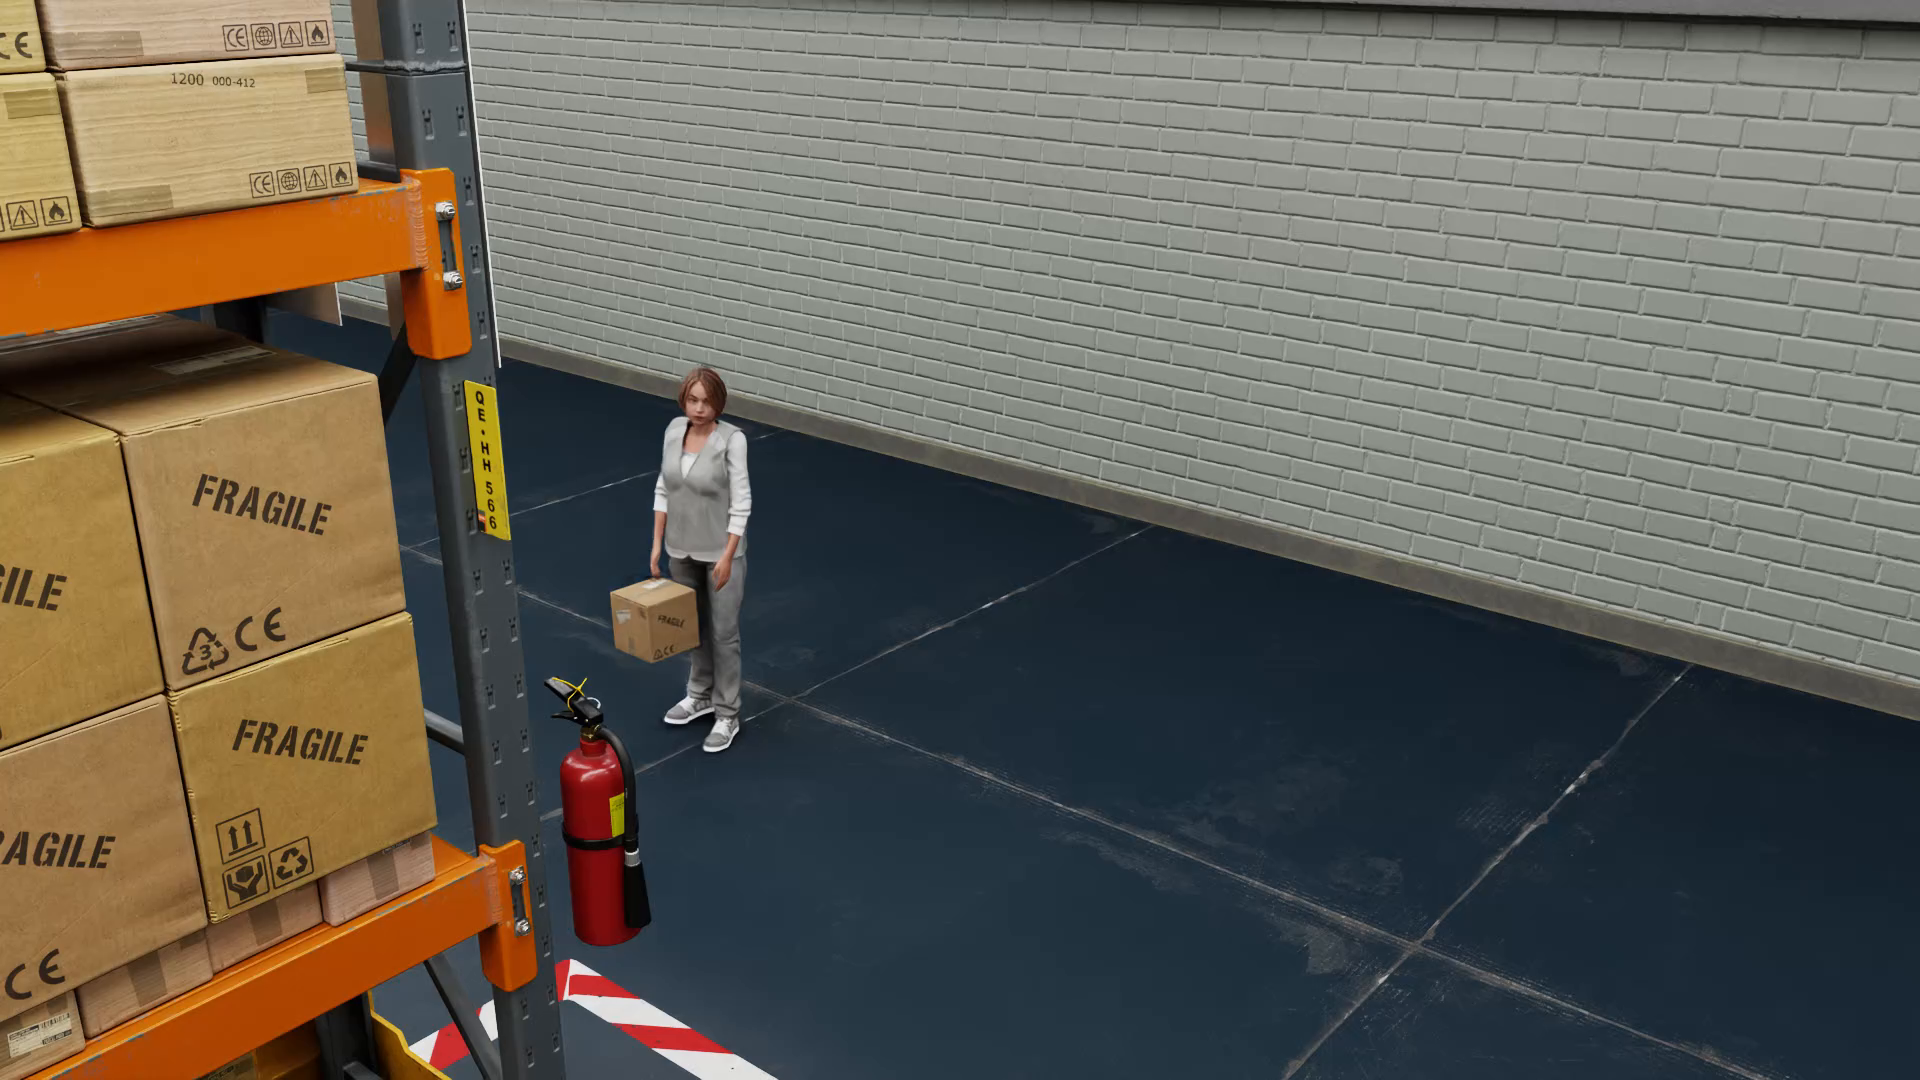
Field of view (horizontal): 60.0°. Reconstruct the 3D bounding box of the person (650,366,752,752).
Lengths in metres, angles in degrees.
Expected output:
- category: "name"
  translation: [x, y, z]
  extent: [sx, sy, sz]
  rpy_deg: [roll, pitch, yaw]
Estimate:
- category: "person"
  translation: [-1.067, 0.070, 6.886]
  extent: [0.438, 1.605, 0.419]
  rpy_deg: [9, 22, 23]
